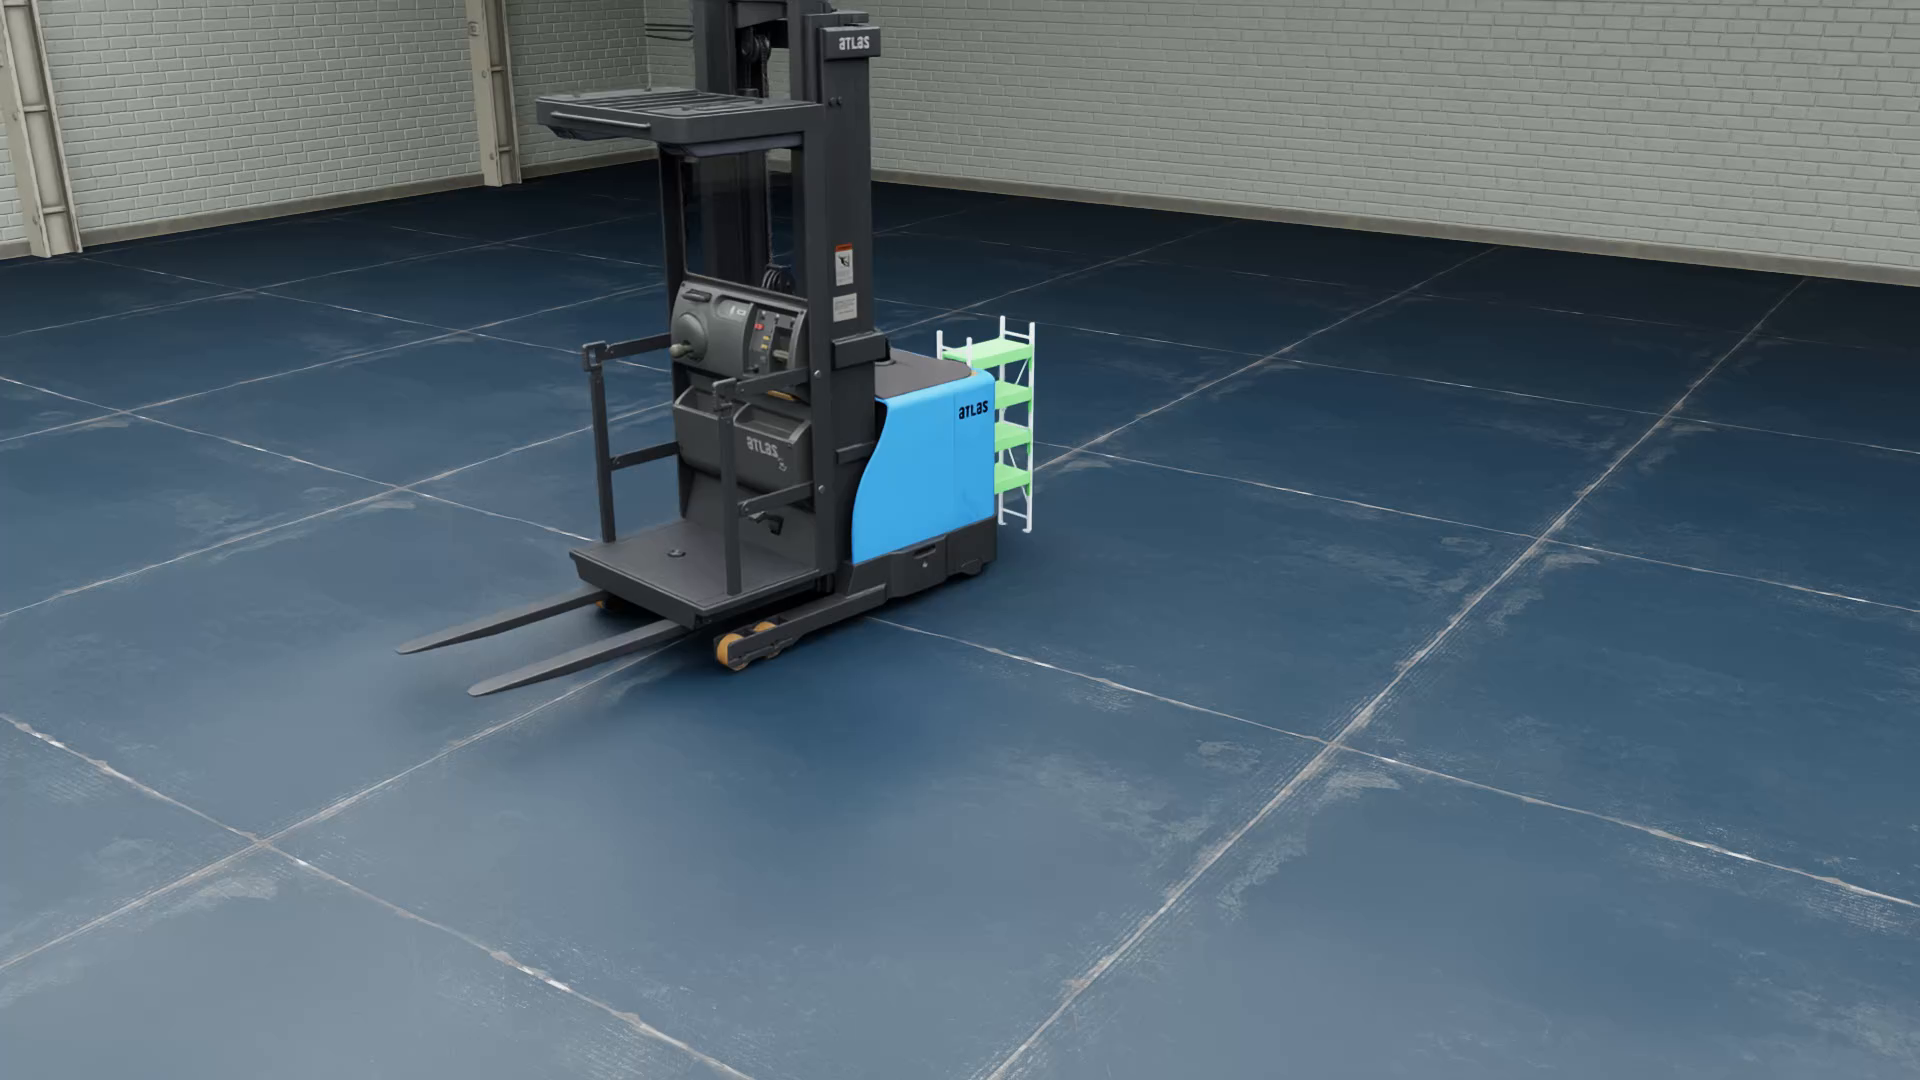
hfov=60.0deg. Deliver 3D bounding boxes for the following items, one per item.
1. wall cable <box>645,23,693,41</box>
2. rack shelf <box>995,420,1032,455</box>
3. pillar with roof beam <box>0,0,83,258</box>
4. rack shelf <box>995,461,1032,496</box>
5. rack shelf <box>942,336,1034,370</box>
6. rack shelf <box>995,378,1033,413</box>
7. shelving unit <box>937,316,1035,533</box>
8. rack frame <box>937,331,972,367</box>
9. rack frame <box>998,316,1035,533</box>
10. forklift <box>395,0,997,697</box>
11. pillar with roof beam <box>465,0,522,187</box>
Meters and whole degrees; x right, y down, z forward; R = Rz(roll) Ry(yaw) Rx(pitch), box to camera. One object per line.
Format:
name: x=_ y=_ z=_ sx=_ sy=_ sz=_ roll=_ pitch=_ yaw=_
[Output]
wall cable: x=-3.303 y=-8.067 z=22.577 sx=3.097 sy=2.526 sz=0.112 roll=13 pitch=24 yaw=32
rack shelf: x=0.141 y=-0.516 z=9.113 sx=0.258 sy=0.148 sz=0.480 roll=19 pitch=27 yaw=41
pillar with roof beam: x=-5.866 y=-6.374 z=13.527 sx=9.100 sy=9.000 sz=0.400 roll=13 pitch=24 yaw=32
rack shelf: x=0.141 y=-0.290 z=9.197 sx=0.258 sy=0.148 sz=0.480 roll=19 pitch=27 yaw=41
rack shelf: x=0.141 y=-0.966 z=8.947 sx=0.258 sy=0.148 sz=0.480 roll=19 pitch=27 yaw=41
rack shelf: x=0.141 y=-0.741 z=9.030 sx=0.258 sy=0.148 sz=0.480 roll=19 pitch=27 yaw=41
shelving unit: x=0.141 y=-0.575 z=9.091 sx=0.258 sy=1.200 sz=0.503 roll=19 pitch=27 yaw=41
rack frame: x=-0.030 y=-0.515 z=8.928 sx=0.240 sy=1.200 sz=0.015 roll=19 pitch=27 yaw=41
rack frame: x=0.312 y=-0.636 z=9.255 sx=0.240 sy=1.200 sz=0.015 roll=19 pitch=27 yaw=41
forklift: x=-1.193 y=-0.976 z=7.680 sx=1.130 sy=2.935 sz=3.031 roll=19 pitch=27 yaw=41
pillar with roof beam: x=-2.493 y=-8.096 z=18.181 sx=9.100 sy=9.000 sz=0.400 roll=13 pitch=24 yaw=32
